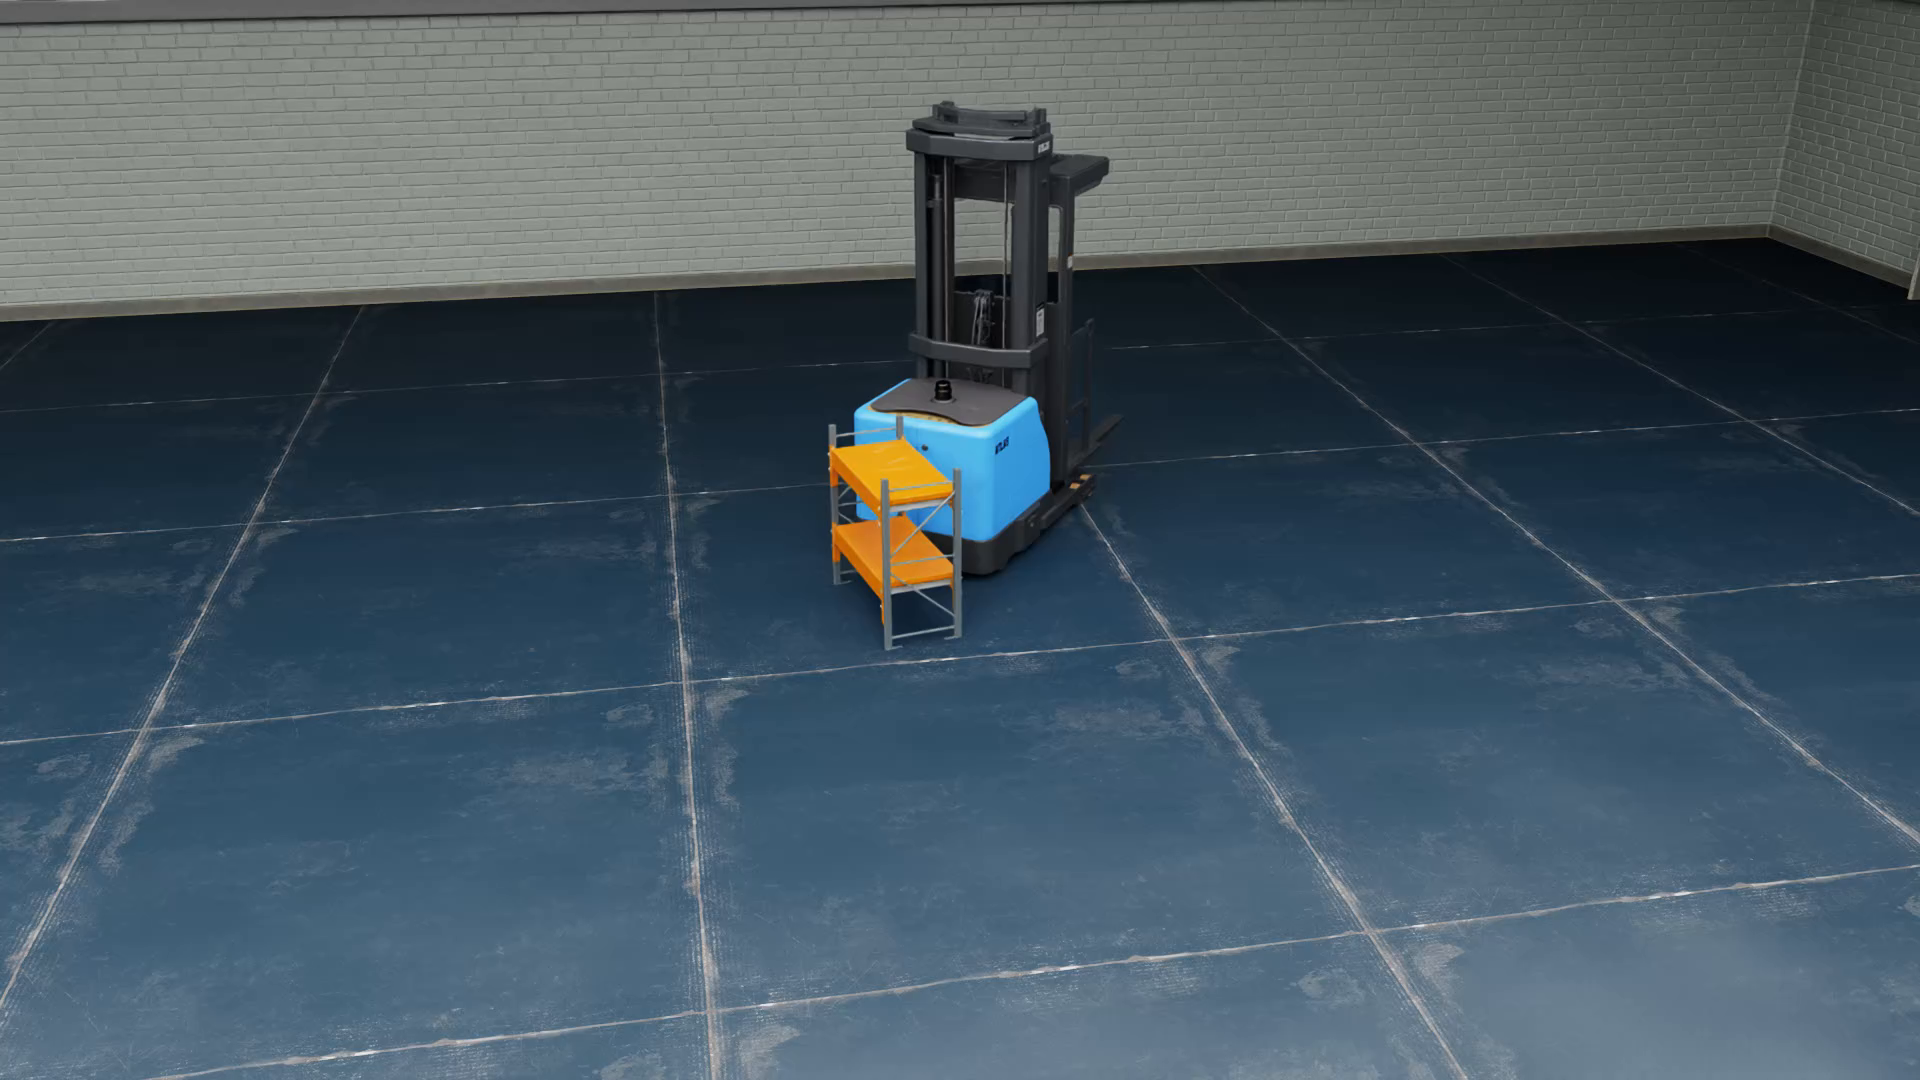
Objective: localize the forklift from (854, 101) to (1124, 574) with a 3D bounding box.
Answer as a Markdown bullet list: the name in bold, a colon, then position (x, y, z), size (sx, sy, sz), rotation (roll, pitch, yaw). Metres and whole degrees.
- **forklift**: position (0.373, -1.670, 11.911), size (1.130, 2.935, 3.031), rotation (11, 26, 23)

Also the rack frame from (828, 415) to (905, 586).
- **rack frame**: position (-0.604, -0.254, 10.926), size (0.500, 1.125, 0.032), rotation (-9, 25, -20)

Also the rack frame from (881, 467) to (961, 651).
- **rack frame**: position (-0.229, 0.124, 10.060), size (0.500, 1.125, 0.032), rotation (-9, 25, -20)

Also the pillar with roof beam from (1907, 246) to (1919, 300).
- **pillar with roof beam**: position (5.986, -6.300, 14.931), size (9.100, 9.000, 0.400), rotation (-4, 24, -10)

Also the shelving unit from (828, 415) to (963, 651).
- **shelving unit**: position (-0.417, -0.065, 10.493), size (0.538, 1.125, 1.048), rotation (-9, 25, -20)

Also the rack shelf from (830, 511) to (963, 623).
- **rack shelf**: position (-0.417, 0.159, 10.591), size (0.538, 0.278, 1.000), rotation (-9, 25, -20)

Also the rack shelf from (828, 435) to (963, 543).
- **rack shelf**: position (-0.417, -0.333, 10.376), size (0.538, 0.278, 1.000), rotation (-9, 25, -20)
